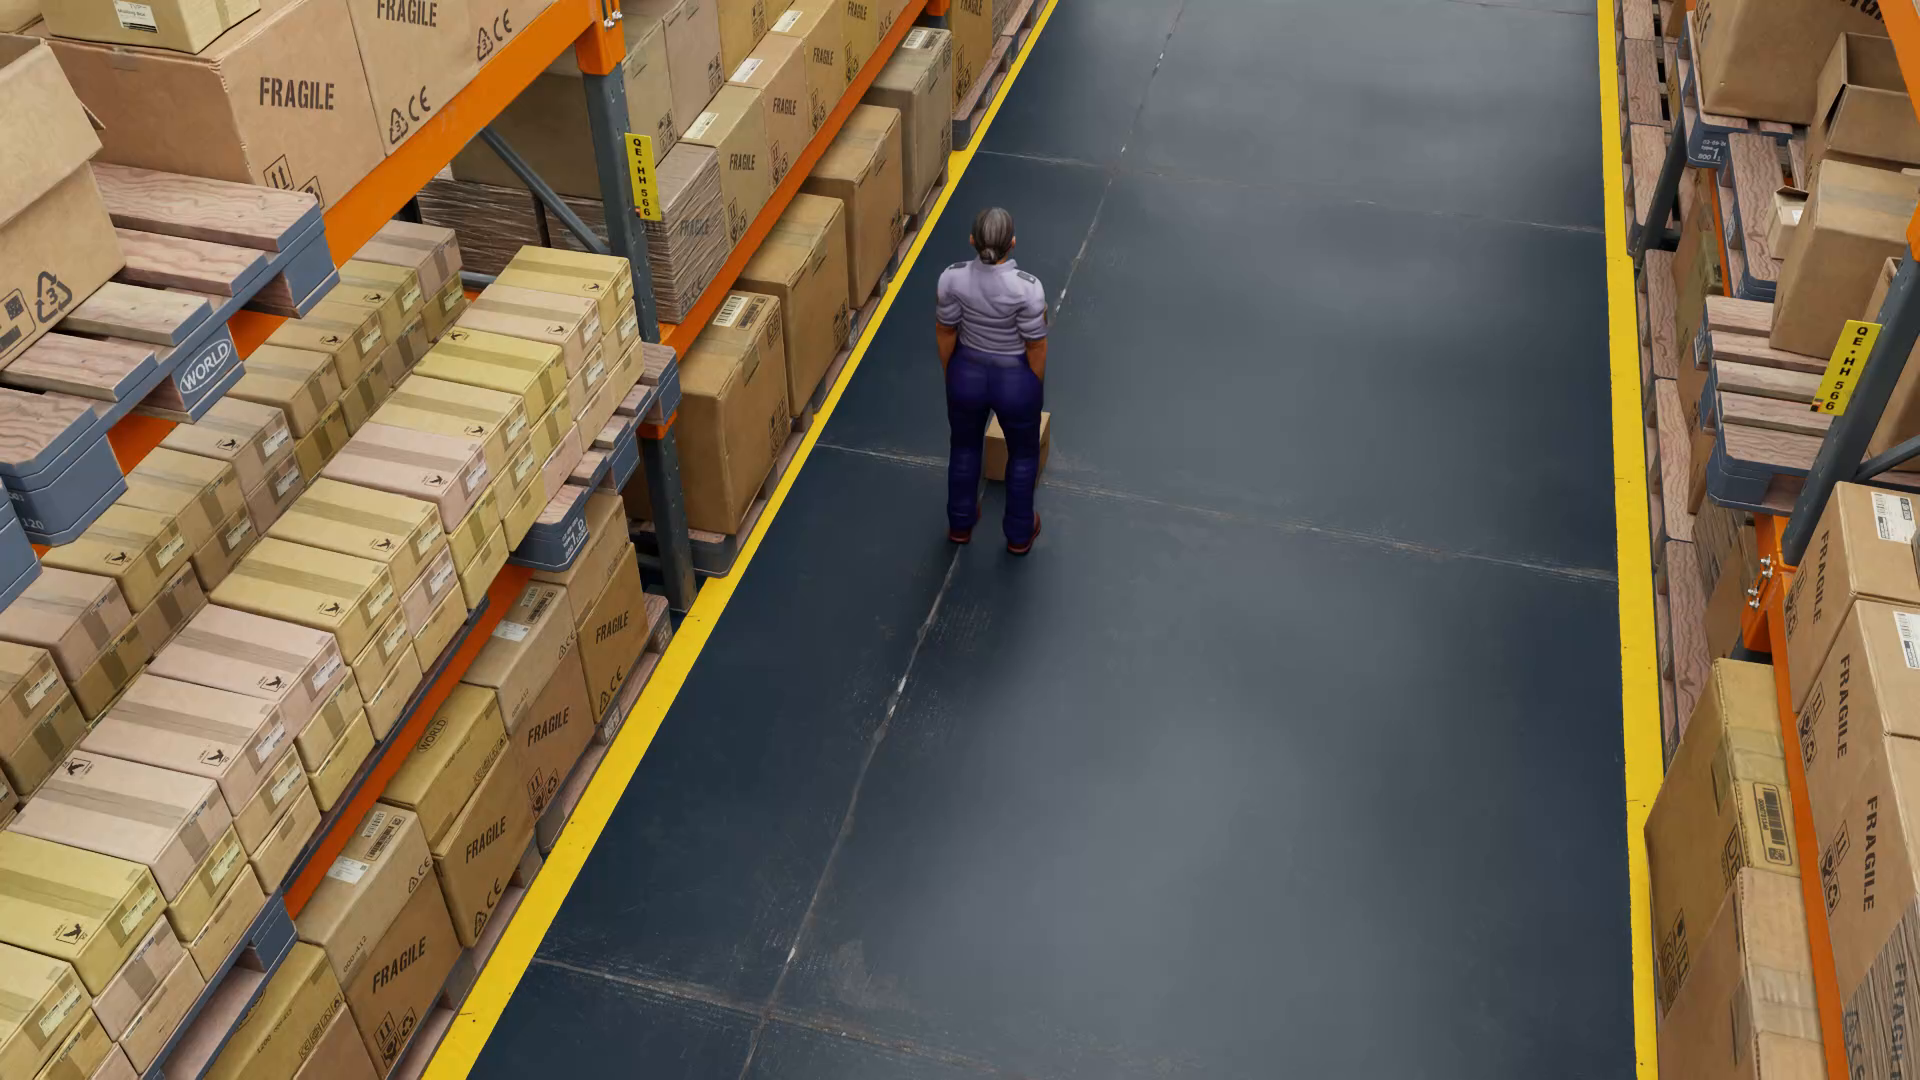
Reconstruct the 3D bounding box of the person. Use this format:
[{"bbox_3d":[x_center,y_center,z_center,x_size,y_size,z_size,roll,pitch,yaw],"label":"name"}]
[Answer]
[{"bbox_3d":[0.135,-0.665,6.931,0.468,1.645,0.342,11,42,12],"label":"person"}]
